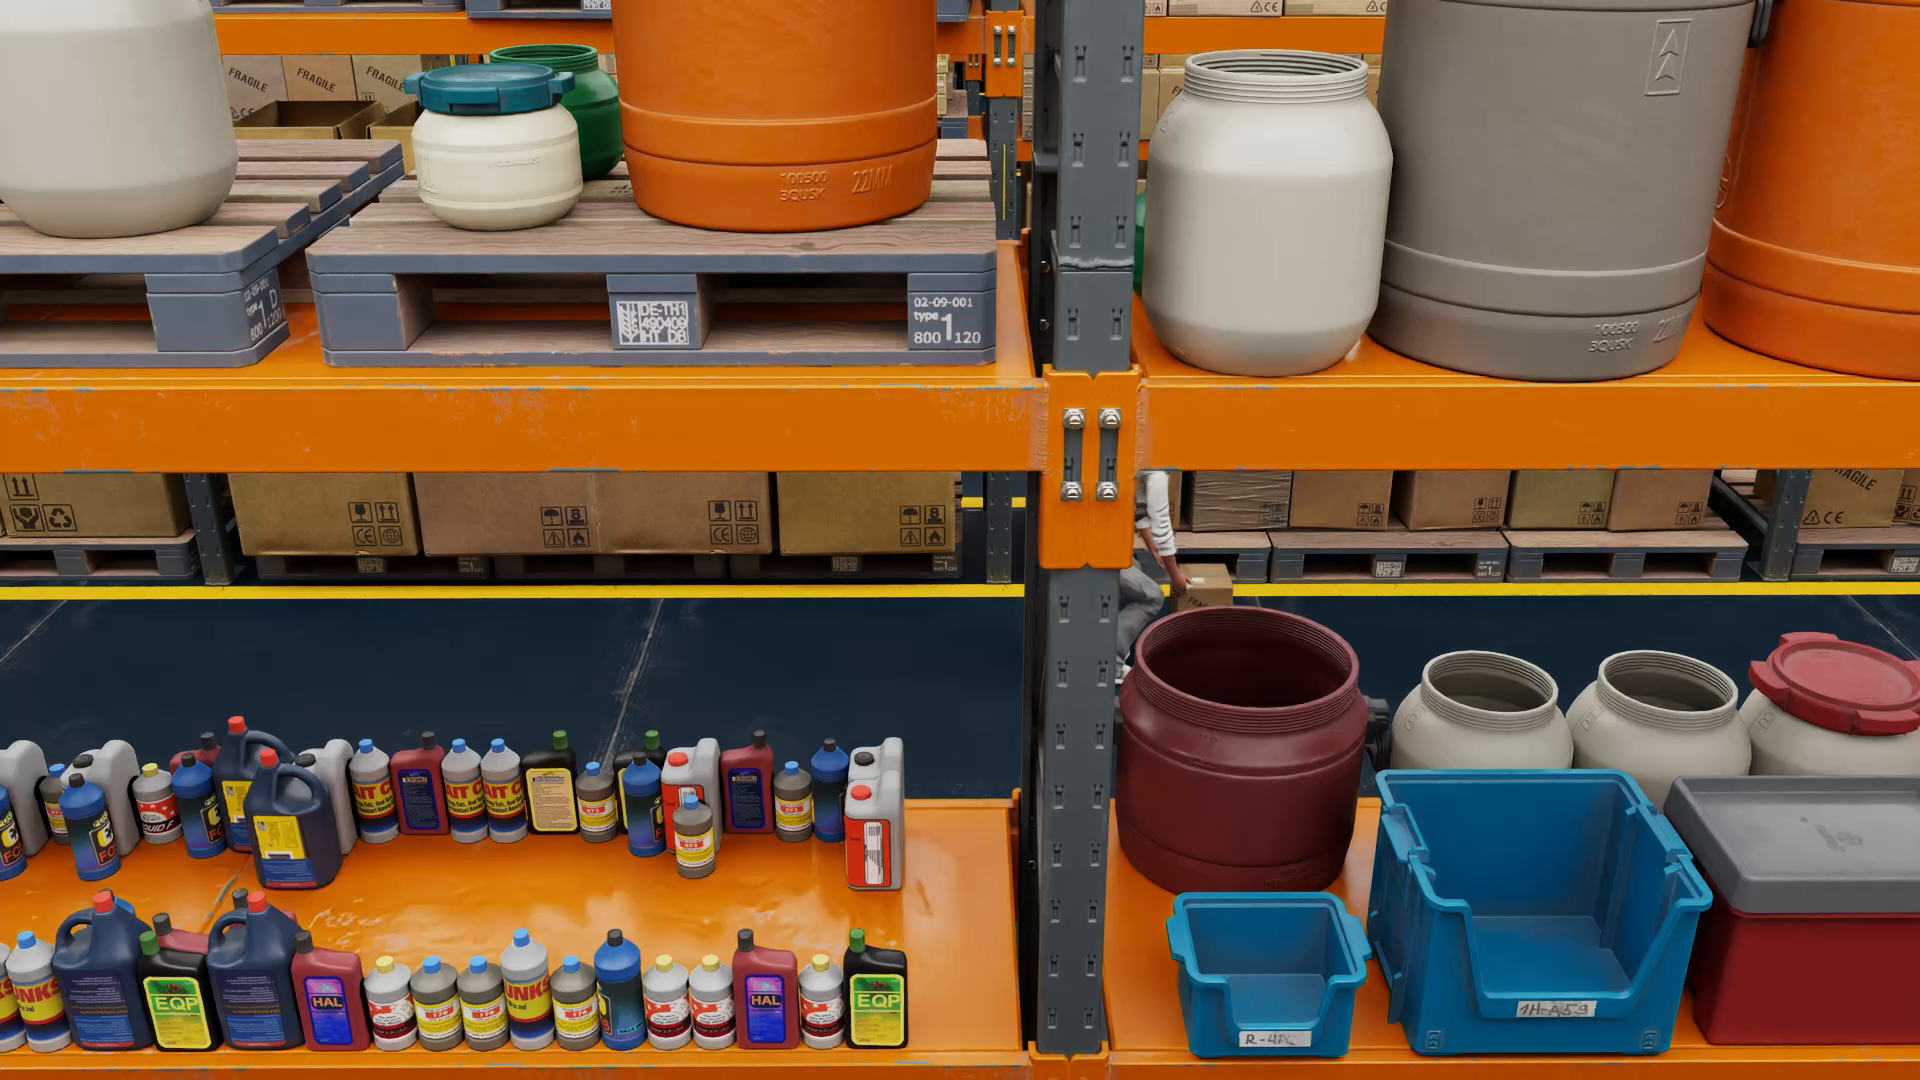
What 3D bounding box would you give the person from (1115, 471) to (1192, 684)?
[{"bbox_3d":[0.728,0.046,7.505,0.696,1.197,0.462,-5,25,-10],"label":"person"}]
